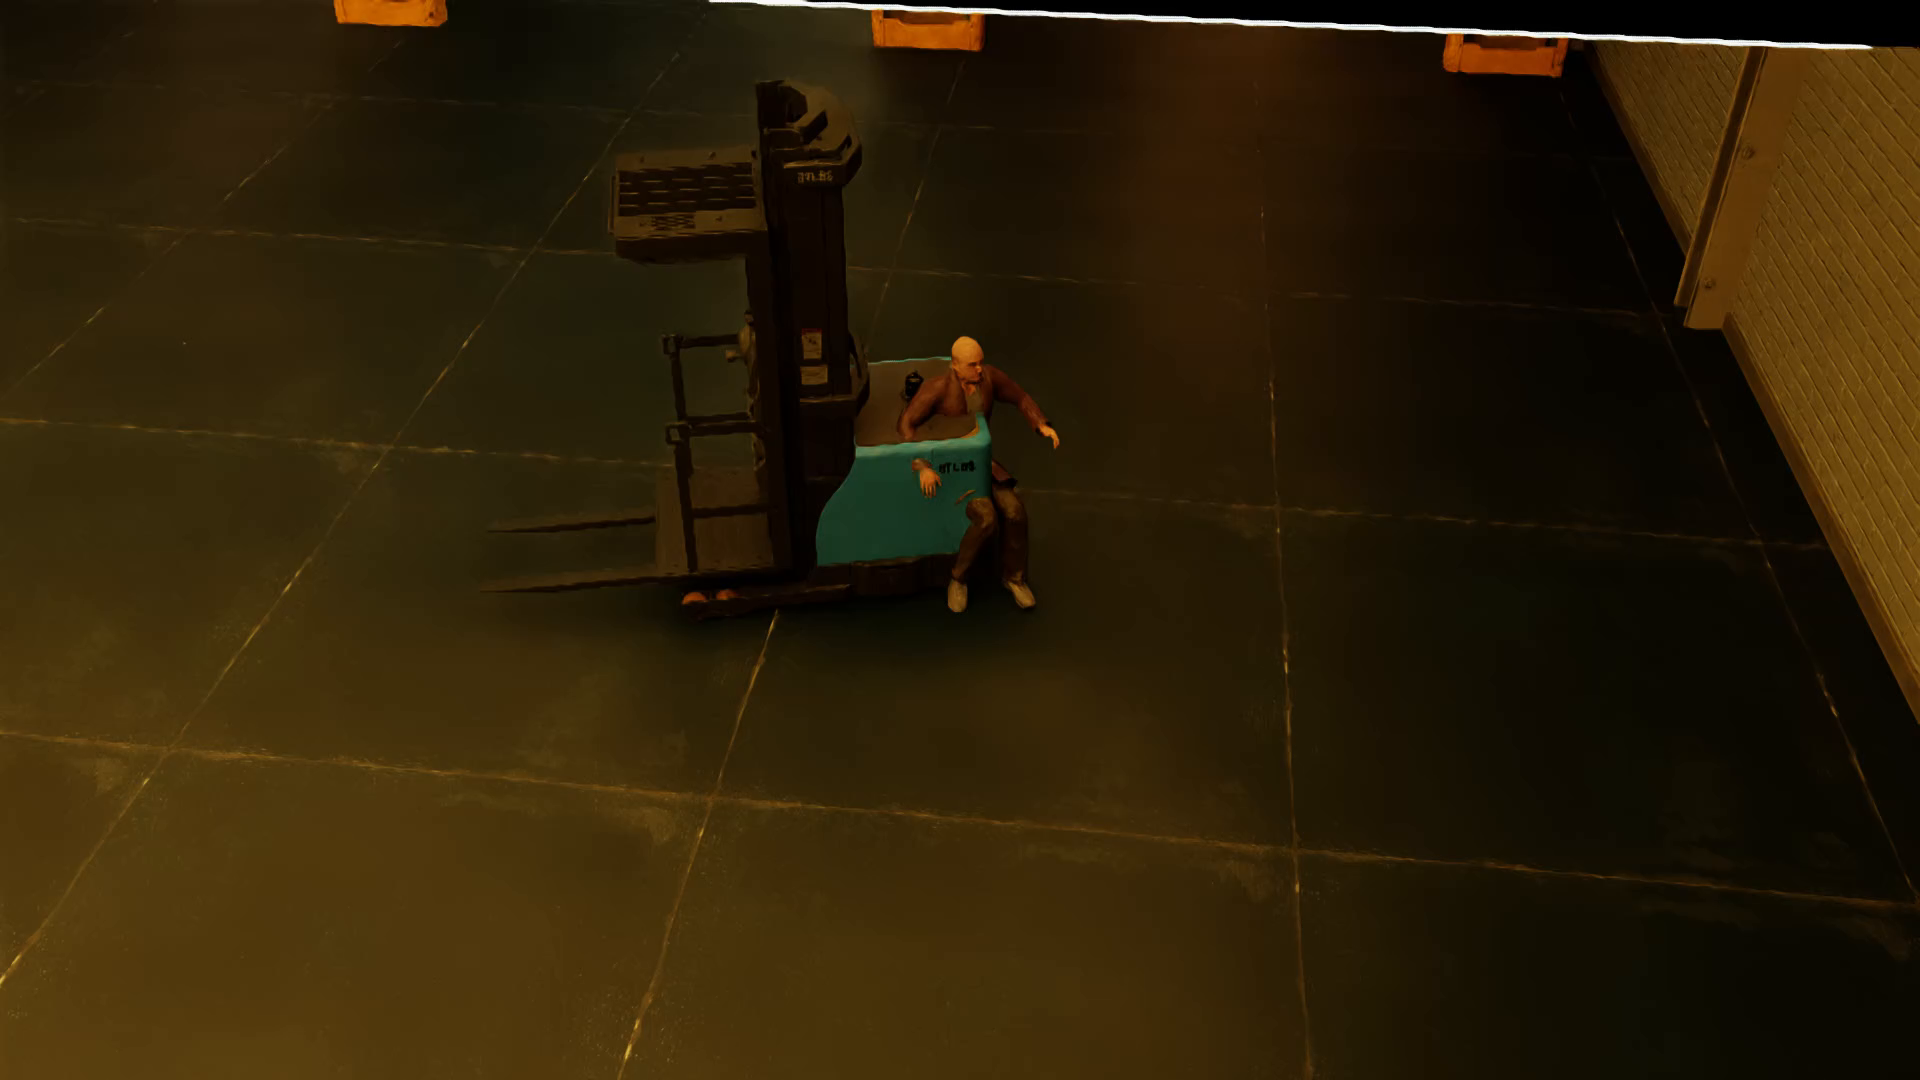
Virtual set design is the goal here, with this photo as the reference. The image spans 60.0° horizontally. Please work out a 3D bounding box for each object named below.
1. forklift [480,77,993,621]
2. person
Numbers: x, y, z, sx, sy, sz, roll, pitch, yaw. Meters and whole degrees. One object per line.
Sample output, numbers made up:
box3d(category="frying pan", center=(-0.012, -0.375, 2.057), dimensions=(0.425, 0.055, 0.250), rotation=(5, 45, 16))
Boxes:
box3d(category="forklift", center=(-1.367, -1.040, 9.441), dimensions=(3.031, 2.935, 1.130), rotation=(-5, 37, -7))
box3d(category="person", center=(0.175, -0.387, 9.763), dimensions=(0.963, 1.540, 0.892), rotation=(-30, 46, -34))
